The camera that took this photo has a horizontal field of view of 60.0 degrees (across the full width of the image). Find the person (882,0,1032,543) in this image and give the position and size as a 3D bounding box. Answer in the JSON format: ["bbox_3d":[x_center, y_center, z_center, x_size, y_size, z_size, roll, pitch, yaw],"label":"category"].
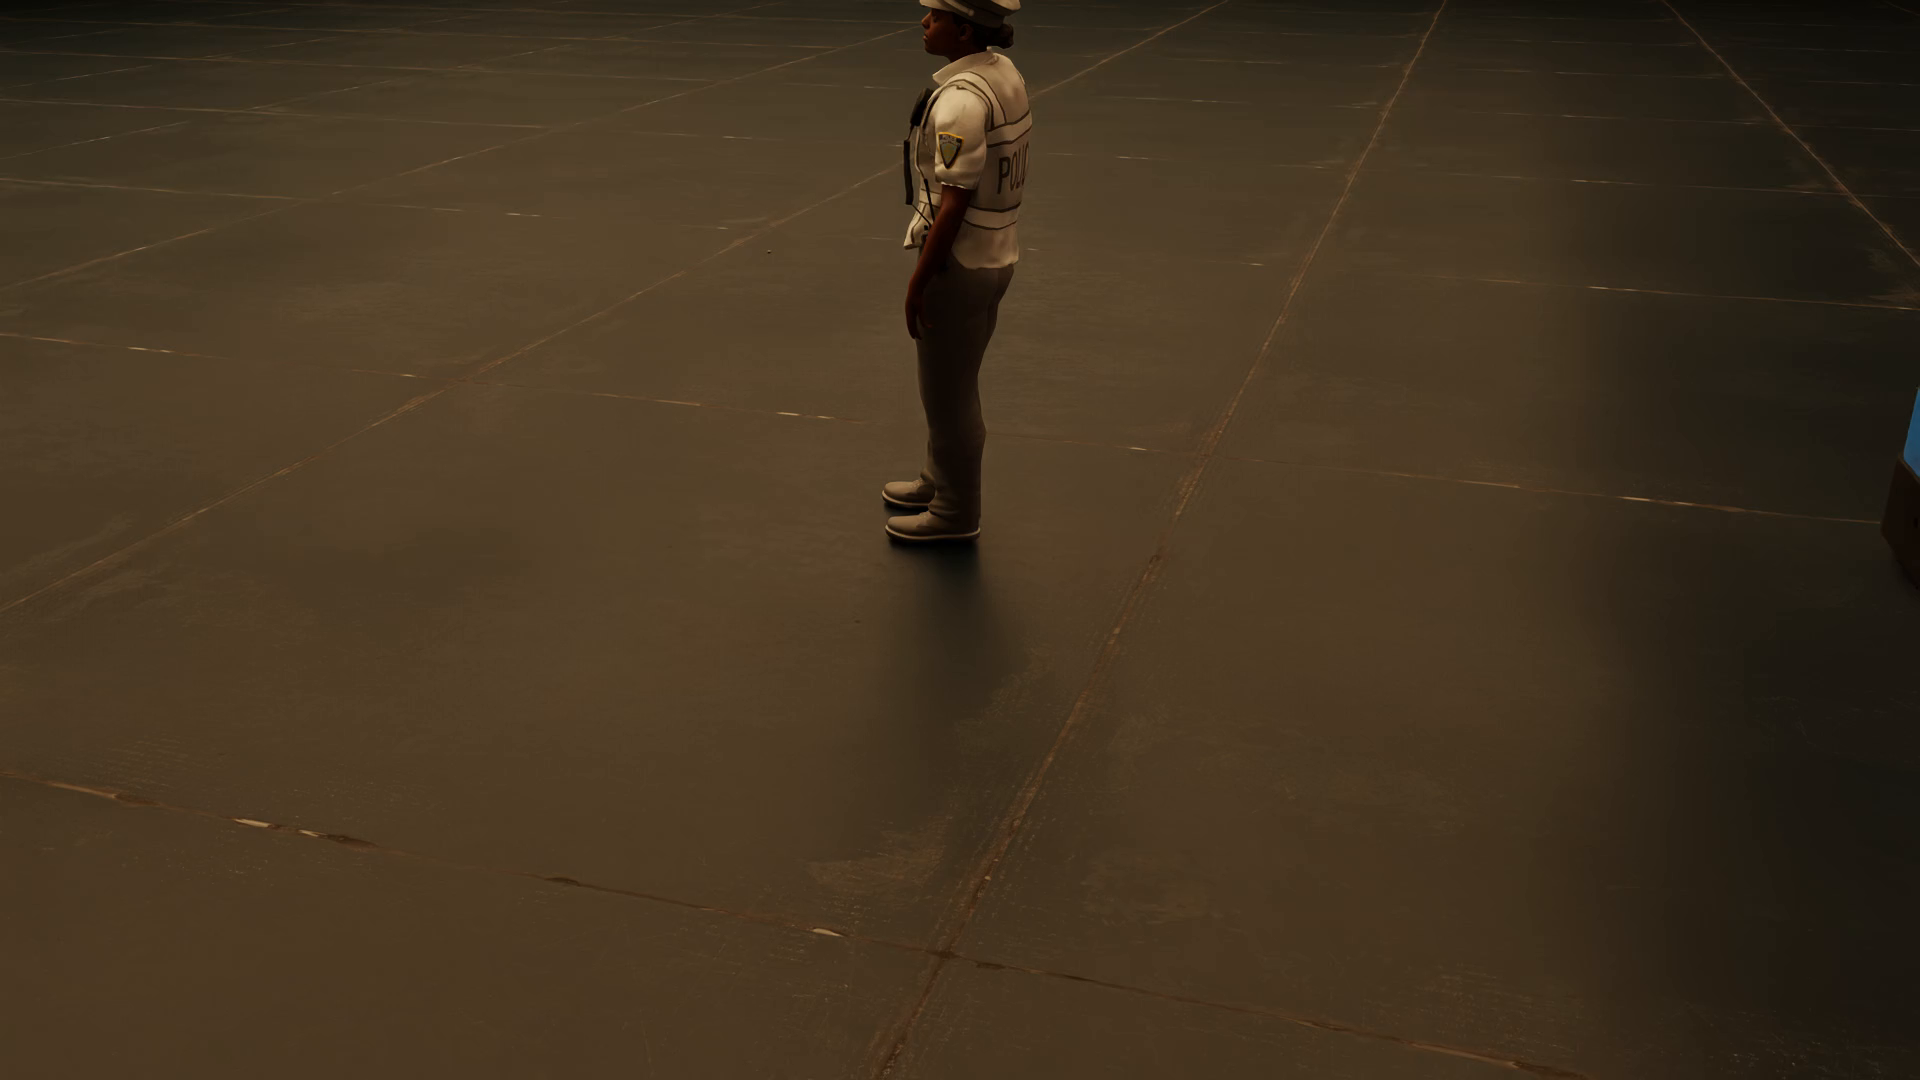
[{"bbox_3d":[-0.065,-0.806,4.833,0.530,1.694,0.569,7,23,16],"label":"person"}]

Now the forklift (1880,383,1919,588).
[{"bbox_3d":[4.128,-1.013,3.734,3.031,2.935,1.130,5,23,13],"label":"forklift"}]
